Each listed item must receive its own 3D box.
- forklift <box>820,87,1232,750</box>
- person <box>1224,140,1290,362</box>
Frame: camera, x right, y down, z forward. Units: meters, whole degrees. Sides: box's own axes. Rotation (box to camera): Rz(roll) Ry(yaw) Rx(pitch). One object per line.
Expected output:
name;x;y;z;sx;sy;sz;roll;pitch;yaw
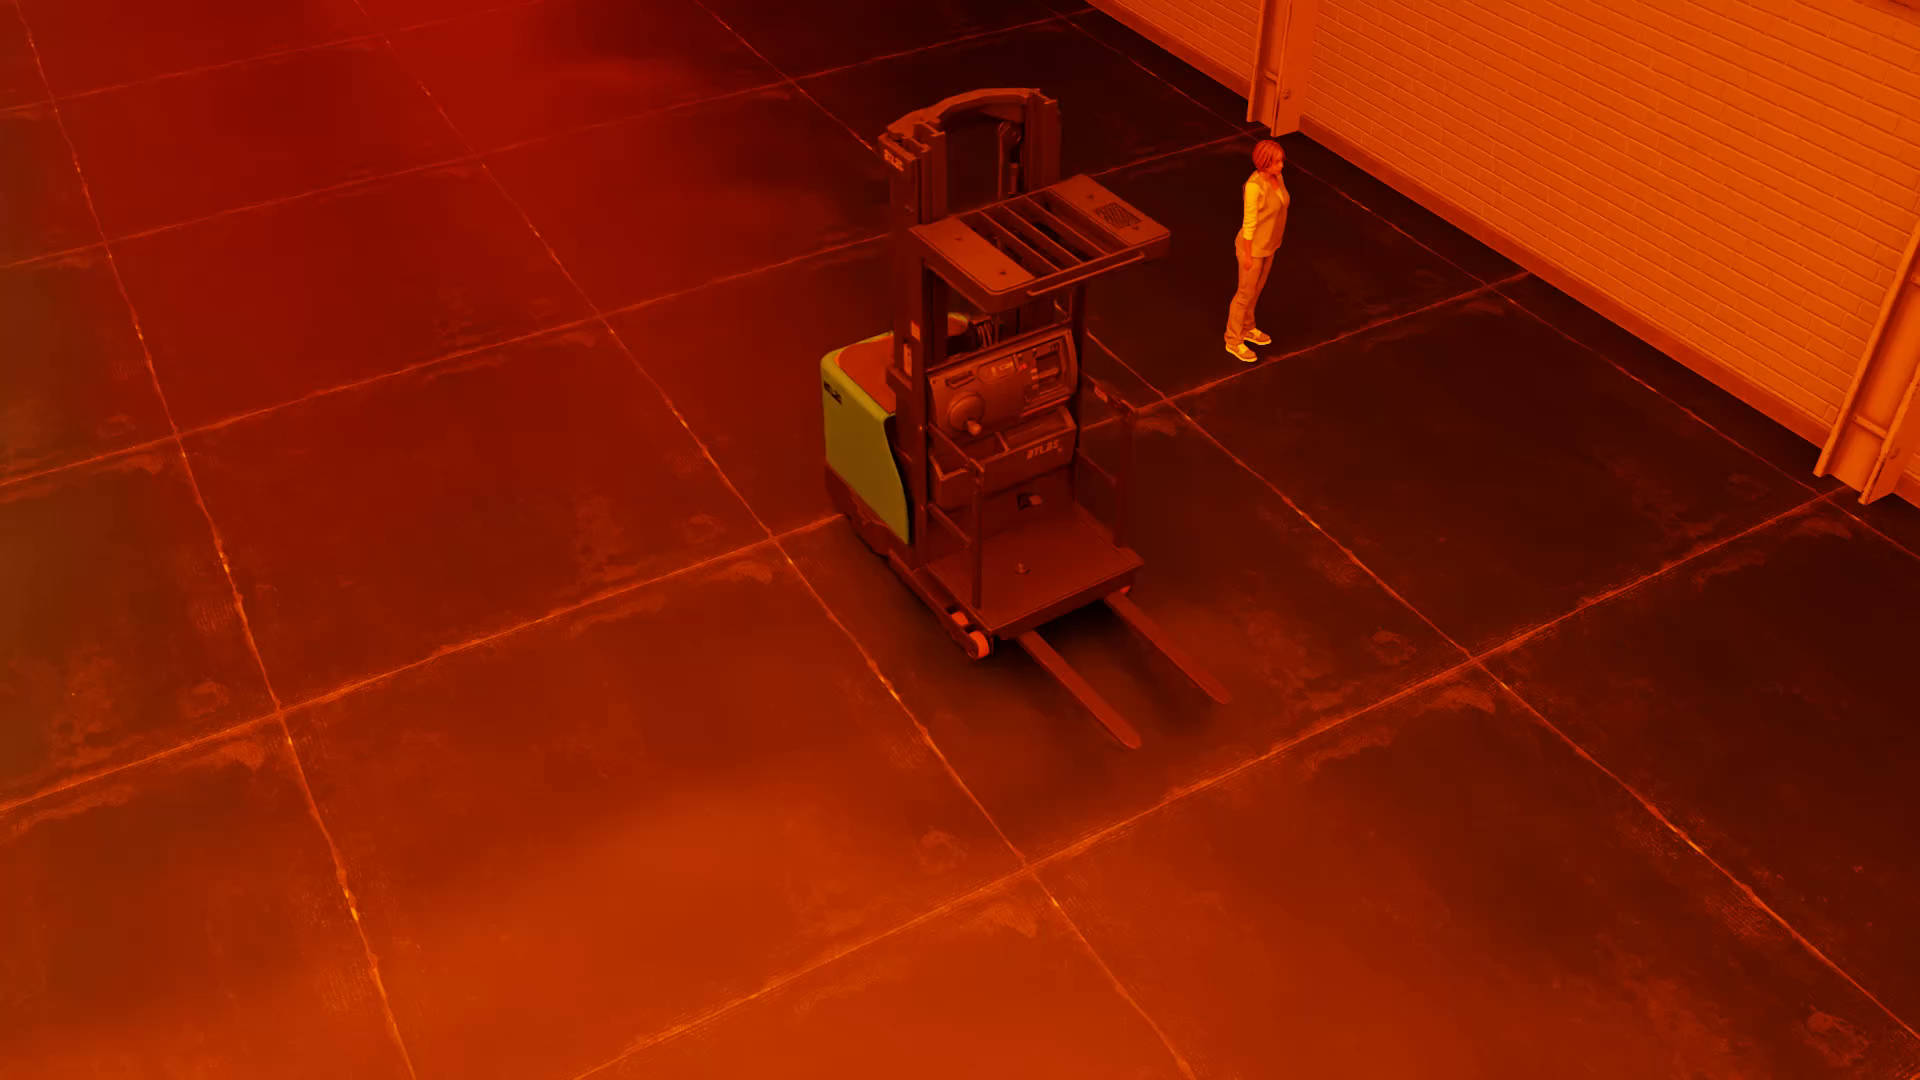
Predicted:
forklift;0.362;-0.792;8.991;1.130;2.935;3.031;-22;45;-25
person;2.070;-2.022;11.517;0.314;1.604;0.407;23;45;25
